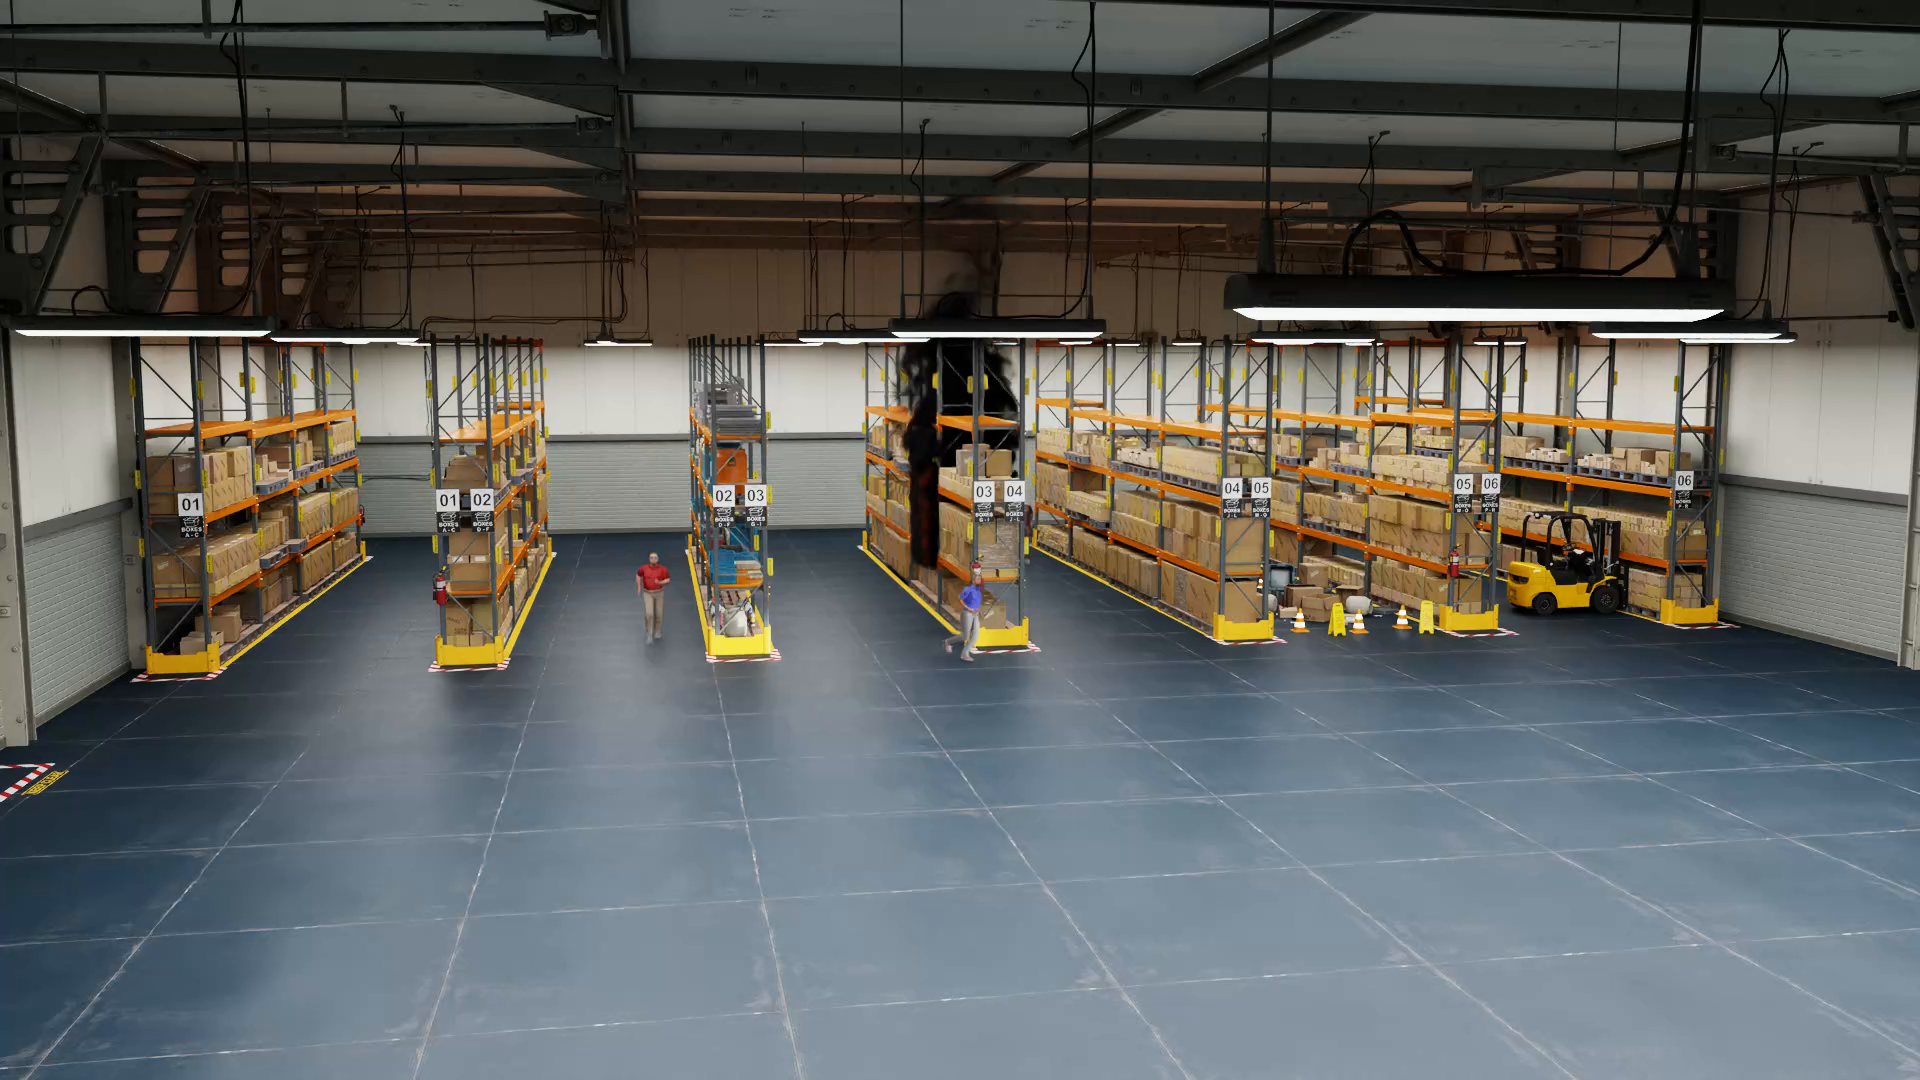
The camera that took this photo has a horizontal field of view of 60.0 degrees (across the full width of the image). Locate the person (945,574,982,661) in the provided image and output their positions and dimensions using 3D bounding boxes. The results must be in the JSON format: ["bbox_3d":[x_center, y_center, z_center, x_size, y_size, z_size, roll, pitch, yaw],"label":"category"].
[{"bbox_3d":[0.137,1.413,30.949,0.678,1.578,0.641,5,8,39],"label":"person"}]

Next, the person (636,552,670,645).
[{"bbox_3d":[-6.004,1.133,32.627,0.637,1.792,0.792,-2,7,-14],"label":"person"}]

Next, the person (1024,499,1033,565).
[{"bbox_3d":[1.672,-0.285,44.574,0.693,1.816,0.896,-1,7,-12],"label":"person"}]

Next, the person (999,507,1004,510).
[{"bbox_3d":[0.872,-0.636,48.426,0.621,1.674,0.636,4,8,32],"label":"person"}]
